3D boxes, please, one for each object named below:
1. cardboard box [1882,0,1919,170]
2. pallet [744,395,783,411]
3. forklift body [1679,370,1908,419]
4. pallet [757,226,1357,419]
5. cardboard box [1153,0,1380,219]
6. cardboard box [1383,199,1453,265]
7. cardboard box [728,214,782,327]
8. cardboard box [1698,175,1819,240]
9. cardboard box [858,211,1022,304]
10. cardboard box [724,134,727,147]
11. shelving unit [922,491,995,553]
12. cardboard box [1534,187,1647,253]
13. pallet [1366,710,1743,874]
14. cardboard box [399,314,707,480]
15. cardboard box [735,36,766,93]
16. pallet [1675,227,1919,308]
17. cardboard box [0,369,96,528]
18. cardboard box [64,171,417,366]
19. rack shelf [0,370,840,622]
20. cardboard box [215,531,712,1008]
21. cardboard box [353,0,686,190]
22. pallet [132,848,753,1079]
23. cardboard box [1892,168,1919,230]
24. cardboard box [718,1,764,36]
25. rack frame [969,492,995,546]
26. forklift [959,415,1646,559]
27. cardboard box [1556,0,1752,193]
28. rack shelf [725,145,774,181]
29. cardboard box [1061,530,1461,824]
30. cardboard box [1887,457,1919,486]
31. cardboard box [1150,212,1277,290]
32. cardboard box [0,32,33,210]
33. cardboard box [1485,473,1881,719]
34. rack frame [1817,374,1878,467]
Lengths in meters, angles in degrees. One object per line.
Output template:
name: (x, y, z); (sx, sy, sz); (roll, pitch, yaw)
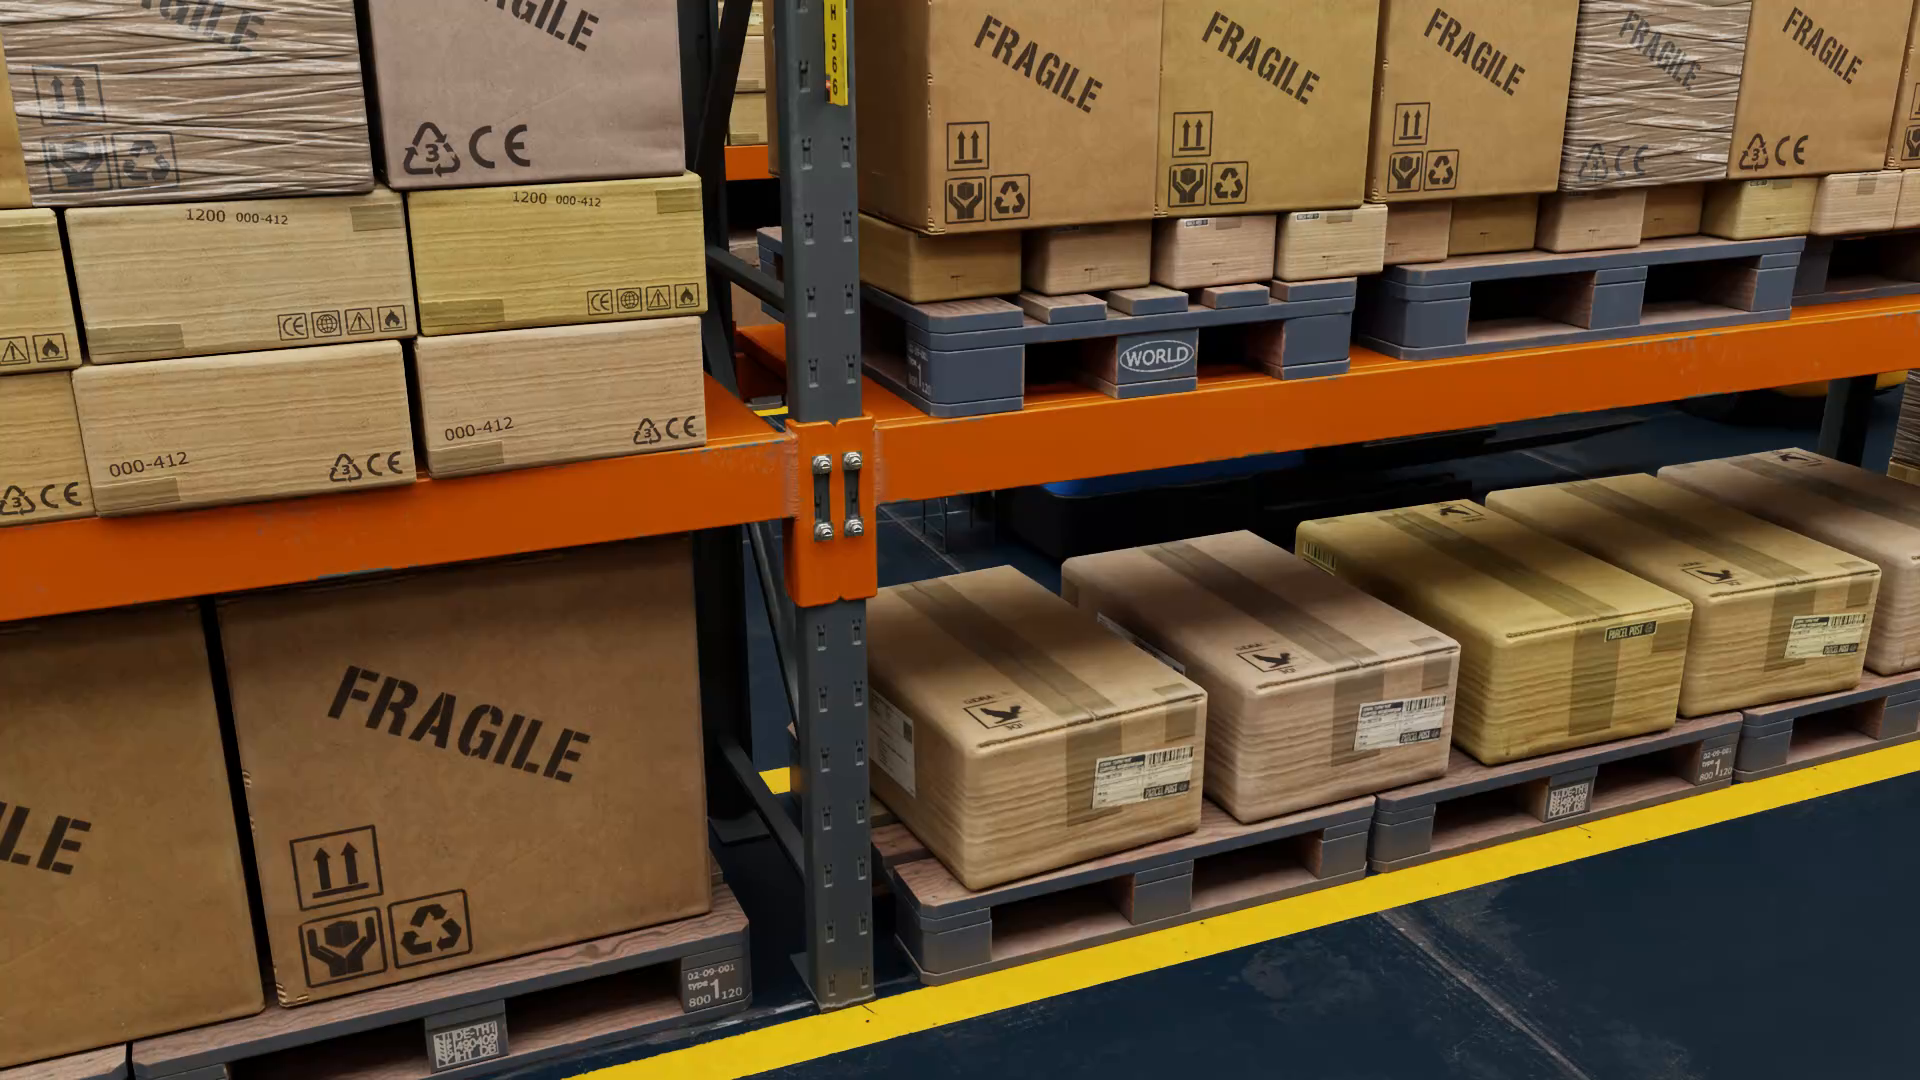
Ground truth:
cardboard box: (2.444, -1.262, 4.360); (0.500, 0.500, 0.500); (-8, 21, -22)
pallet: (-1.639, -0.841, 8.594); (1.213, 0.211, 1.003); (-8, 21, -22)
forklift body: (3.917, -1.906, 8.698); (1.214, 2.155, 2.313); (-8, 21, -22)
pallet: (0.172, -0.583, 3.949); (1.003, 0.211, 1.213); (-8, 21, -22)
cardboard box: (0.540, -0.992, 3.592); (0.500, 0.500, 0.500); (-7, 21, -19)
cardboard box: (0.925, -0.747, 3.873); (0.250, 0.149, 0.380); (-7, 21, -19)
cardboard box: (-1.235, -1.304, 8.653); (0.625, 0.625, 0.875); (-7, 21, -20)
cardboard box: (1.927, -0.871, 4.226); (0.250, 0.149, 0.380); (-8, 21, -22)
cardboard box: (-0.069, -0.613, 3.491); (0.250, 0.149, 0.380); (-9, 22, -25)
cardboard box: (-1.442, -2.038, 8.019); (0.500, 0.250, 0.500); (-9, 21, -23)
shelving unit: (-0.007, -0.423, 6.370); (0.210, 0.900, 0.258); (-8, 21, -22)
cardboard box: (1.435, -0.810, 4.053); (0.250, 0.149, 0.380); (-7, 21, -20)
pallet: (1.396, 0.507, 4.765); (1.213, 0.211, 1.003); (-8, 21, -22)
cardboard box: (-0.802, -0.331, 3.170); (0.500, 0.250, 0.500); (-9, 21, -24)
cardboard box: (-0.958, -2.338, 8.119); (0.500, 0.250, 0.500); (-9, 21, -23)
pallet: (2.473, -0.927, 4.926); (1.213, 0.211, 1.003); (-8, 21, -22)
cardboard box: (-1.734, -0.197, 2.792); (0.500, 0.250, 0.500); (-8, 21, -22)
cardboard box: (-1.254, -0.502, 2.905); (0.500, 0.250, 0.500); (-9, 21, -23)
rack shelf: (-2.277, 0.055, 2.931); (4.000, 0.370, 1.077); (-8, 21, -22)
cardboard box: (-1.108, 0.323, 3.656); (0.875, 0.875, 0.875); (-8, 21, -22)
cardboard box: (-0.812, -0.918, 2.957); (0.500, 0.500, 0.500); (-9, 21, -23)
pallet: (-1.194, 0.849, 3.793); (1.213, 0.211, 1.003); (-8, 21, -22)
cardboard box: (2.397, -0.927, 4.384); (0.250, 0.149, 0.380); (-9, 21, -23)
cardboard box: (-1.077, -2.523, 8.044); (0.250, 0.149, 0.380); (-8, 21, -21)
rack frame: (0.086, -0.437, 6.408); (0.006, 0.900, 0.240); (-8, 21, -22)
forklift: (1.525, -1.597, 6.643); (3.031, 2.935, 1.130); (-9, 21, -23)
cardboard box: (1.487, -1.127, 3.976); (0.500, 0.500, 0.500); (-9, 21, -24)
rack shelf: (-0.574, -1.984, 8.723); (4.000, 0.370, 1.077); (-8, 21, -22)
cardboard box: (0.757, 0.324, 4.411); (0.625, 0.372, 0.950); (-9, 21, -23)
cardboard box: (3.669, -0.134, 5.894); (0.500, 0.250, 0.500); (-7, 21, -19)
cardboard box: (0.474, -0.662, 3.630); (0.250, 0.149, 0.380); (-10, 22, -25)
cardboard box: (-1.738, -0.785, 2.578); (0.500, 0.500, 0.500); (-8, 21, -22)
cardboard box: (2.093, 0.134, 4.951); (0.625, 0.372, 0.950); (-7, 21, -19)
rack frame: (3.232, -1.073, 5.054); (0.127, 3.000, 1.000); (-8, 21, -22)
